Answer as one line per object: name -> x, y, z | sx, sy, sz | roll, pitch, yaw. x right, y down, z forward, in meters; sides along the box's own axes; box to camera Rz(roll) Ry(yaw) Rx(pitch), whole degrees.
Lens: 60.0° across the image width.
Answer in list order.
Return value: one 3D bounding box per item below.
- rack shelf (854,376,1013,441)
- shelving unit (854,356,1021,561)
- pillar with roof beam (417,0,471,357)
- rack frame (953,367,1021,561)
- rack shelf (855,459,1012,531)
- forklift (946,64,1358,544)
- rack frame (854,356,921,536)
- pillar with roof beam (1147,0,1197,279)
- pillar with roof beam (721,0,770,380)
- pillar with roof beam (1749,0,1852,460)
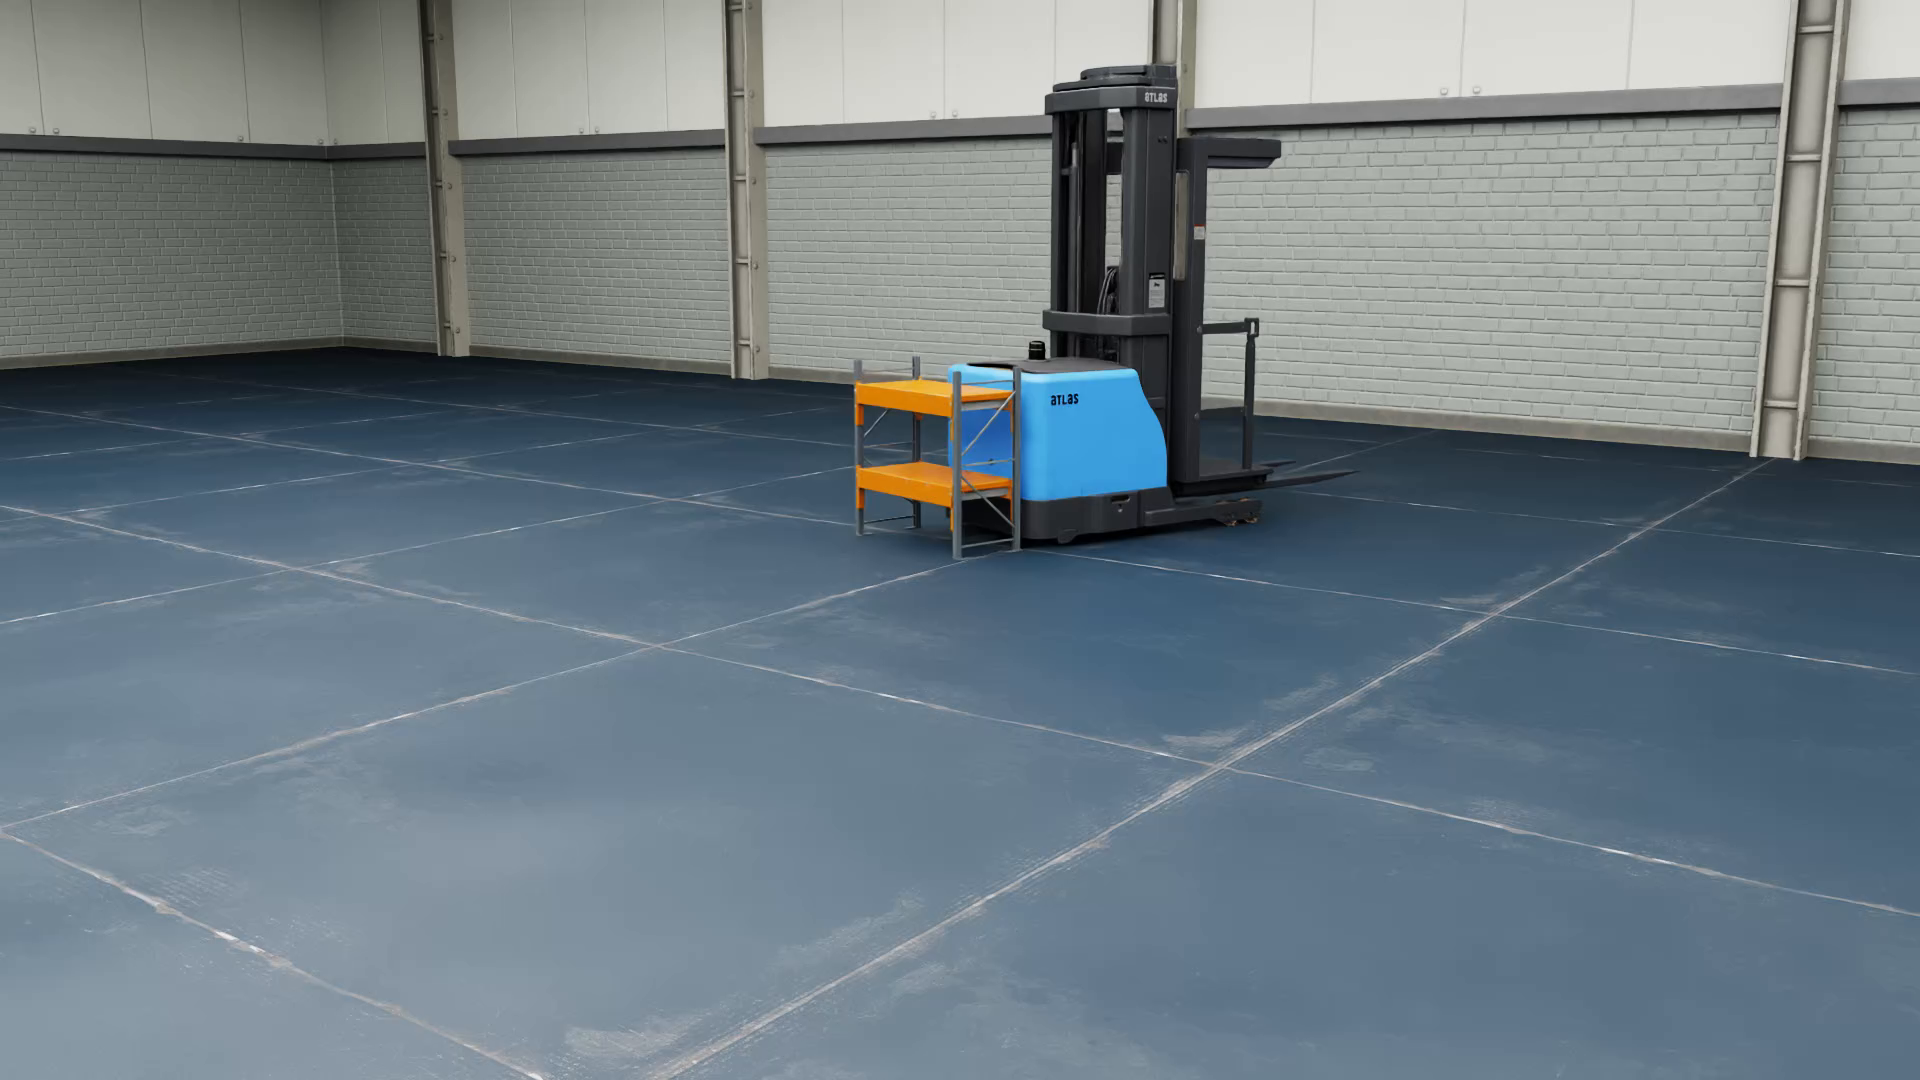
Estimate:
rack shelf -> -0.150, -0.820, 10.266 | 0.538, 0.278, 1.000 | -8, 14, -37
shelving unit -> -0.150, -0.533, 10.322 | 0.538, 1.125, 1.048 | -8, 14, -37
pillar with roof beam -> -10.054, -6.499, 20.432 | 0.400, 9.000, 9.100 | 8, 13, 36
rack frame -> 0.163, -0.457, 9.928 | 0.500, 1.125, 0.032 | -8, 14, -37
rack shelf -> -0.150, -0.293, 10.368 | 0.538, 0.278, 1.000 | -8, 14, -37
forklift -> 1.413, -1.606, 11.115 | 3.031, 2.935, 1.130 | -7, 13, -33
rack frame -> -0.463, -0.609, 10.715 | 0.500, 1.125, 0.032 | -8, 14, -37
pillar with roof beam -> -0.382, -5.150, 13.458 | 0.400, 9.000, 9.100 | 8, 13, 36
pillar with roof beam -> -5.218, -5.824, 16.945 | 0.400, 9.000, 9.100 | 8, 13, 36
pillar with roof beam -> 4.454, -4.475, 9.971 | 0.400, 9.000, 9.100 | 8, 13, 36
